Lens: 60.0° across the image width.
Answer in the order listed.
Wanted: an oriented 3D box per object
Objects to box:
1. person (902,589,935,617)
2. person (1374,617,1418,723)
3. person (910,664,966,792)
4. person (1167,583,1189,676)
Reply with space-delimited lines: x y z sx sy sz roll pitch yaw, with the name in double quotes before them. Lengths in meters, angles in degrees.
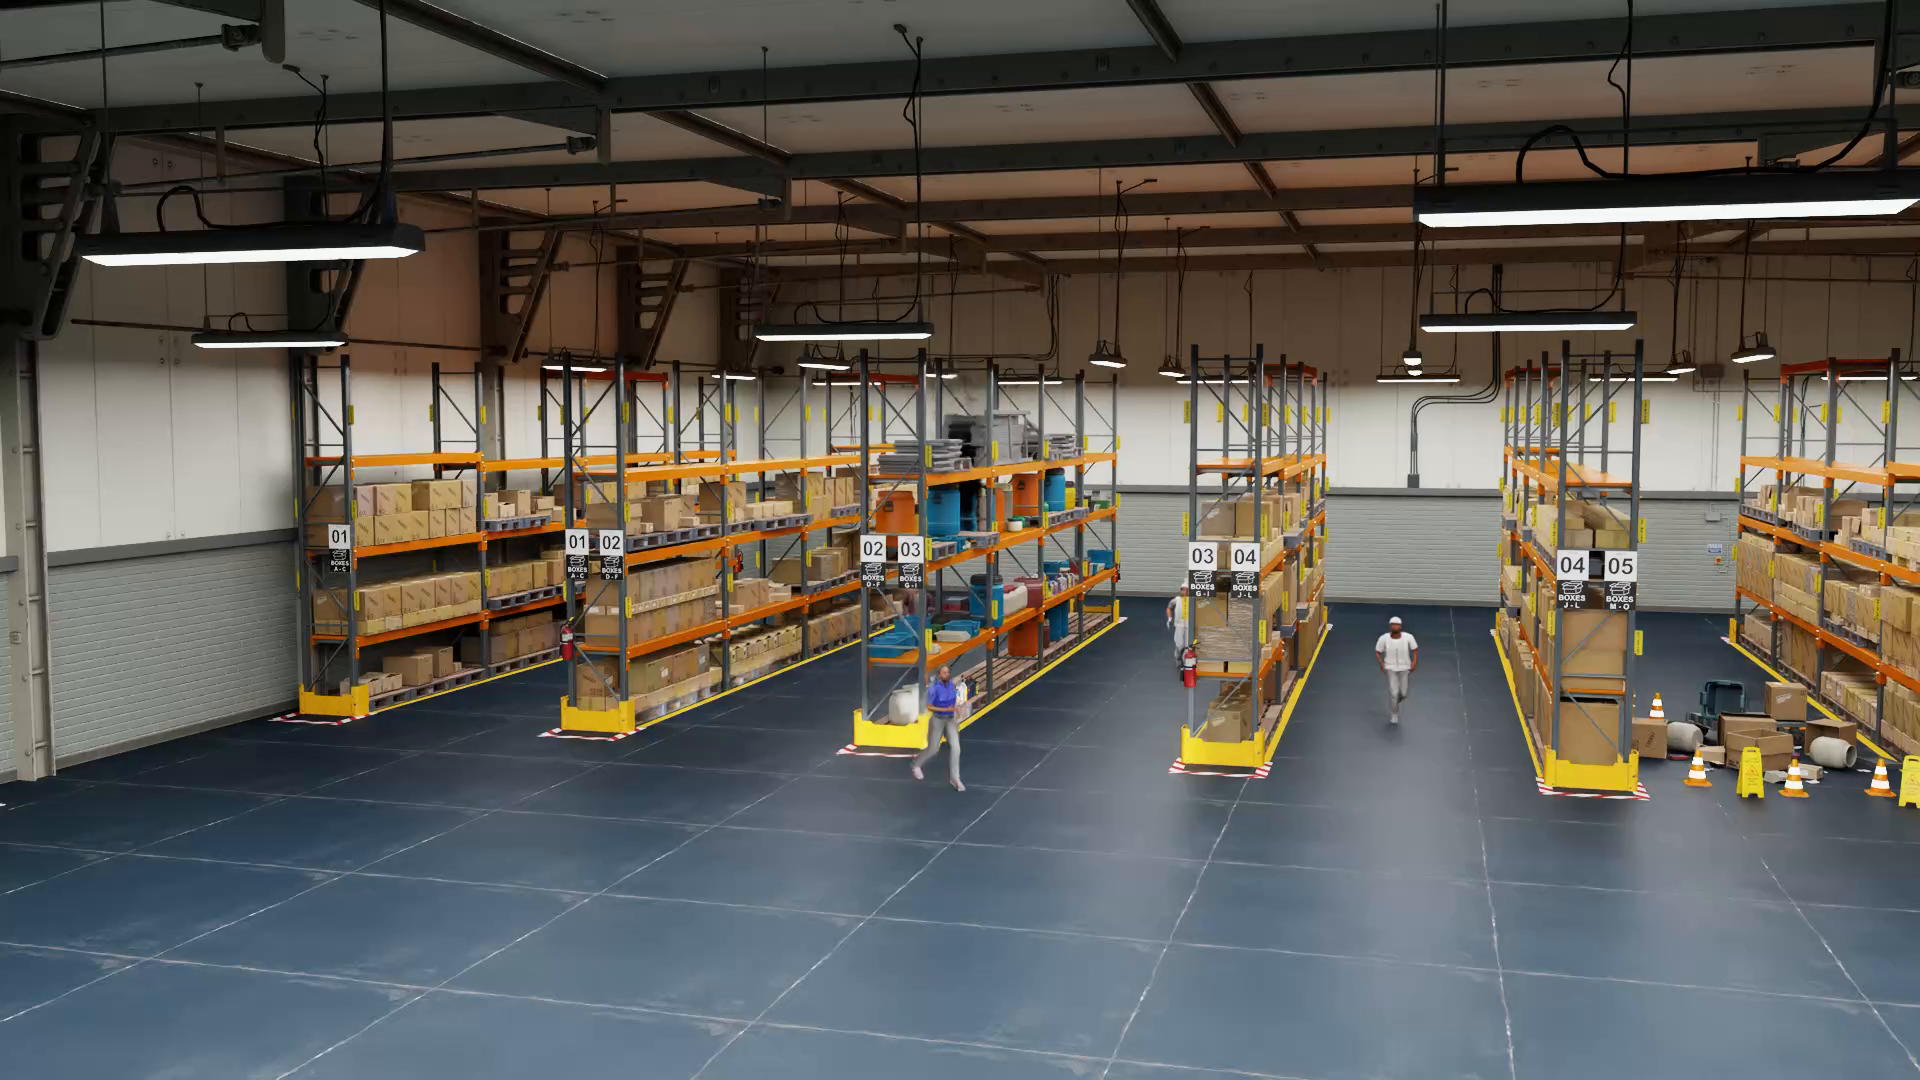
"person" -0.862 1.653 32.967 0.695 1.745 0.642 1 4 11
"person" 7.127 2.110 27.159 0.698 1.729 0.546 1 4 12
"person" -0.261 2.505 22.411 0.587 1.672 0.923 -3 5 -37
"person" 4.306 1.713 31.953 0.641 1.785 0.701 0 4 3
